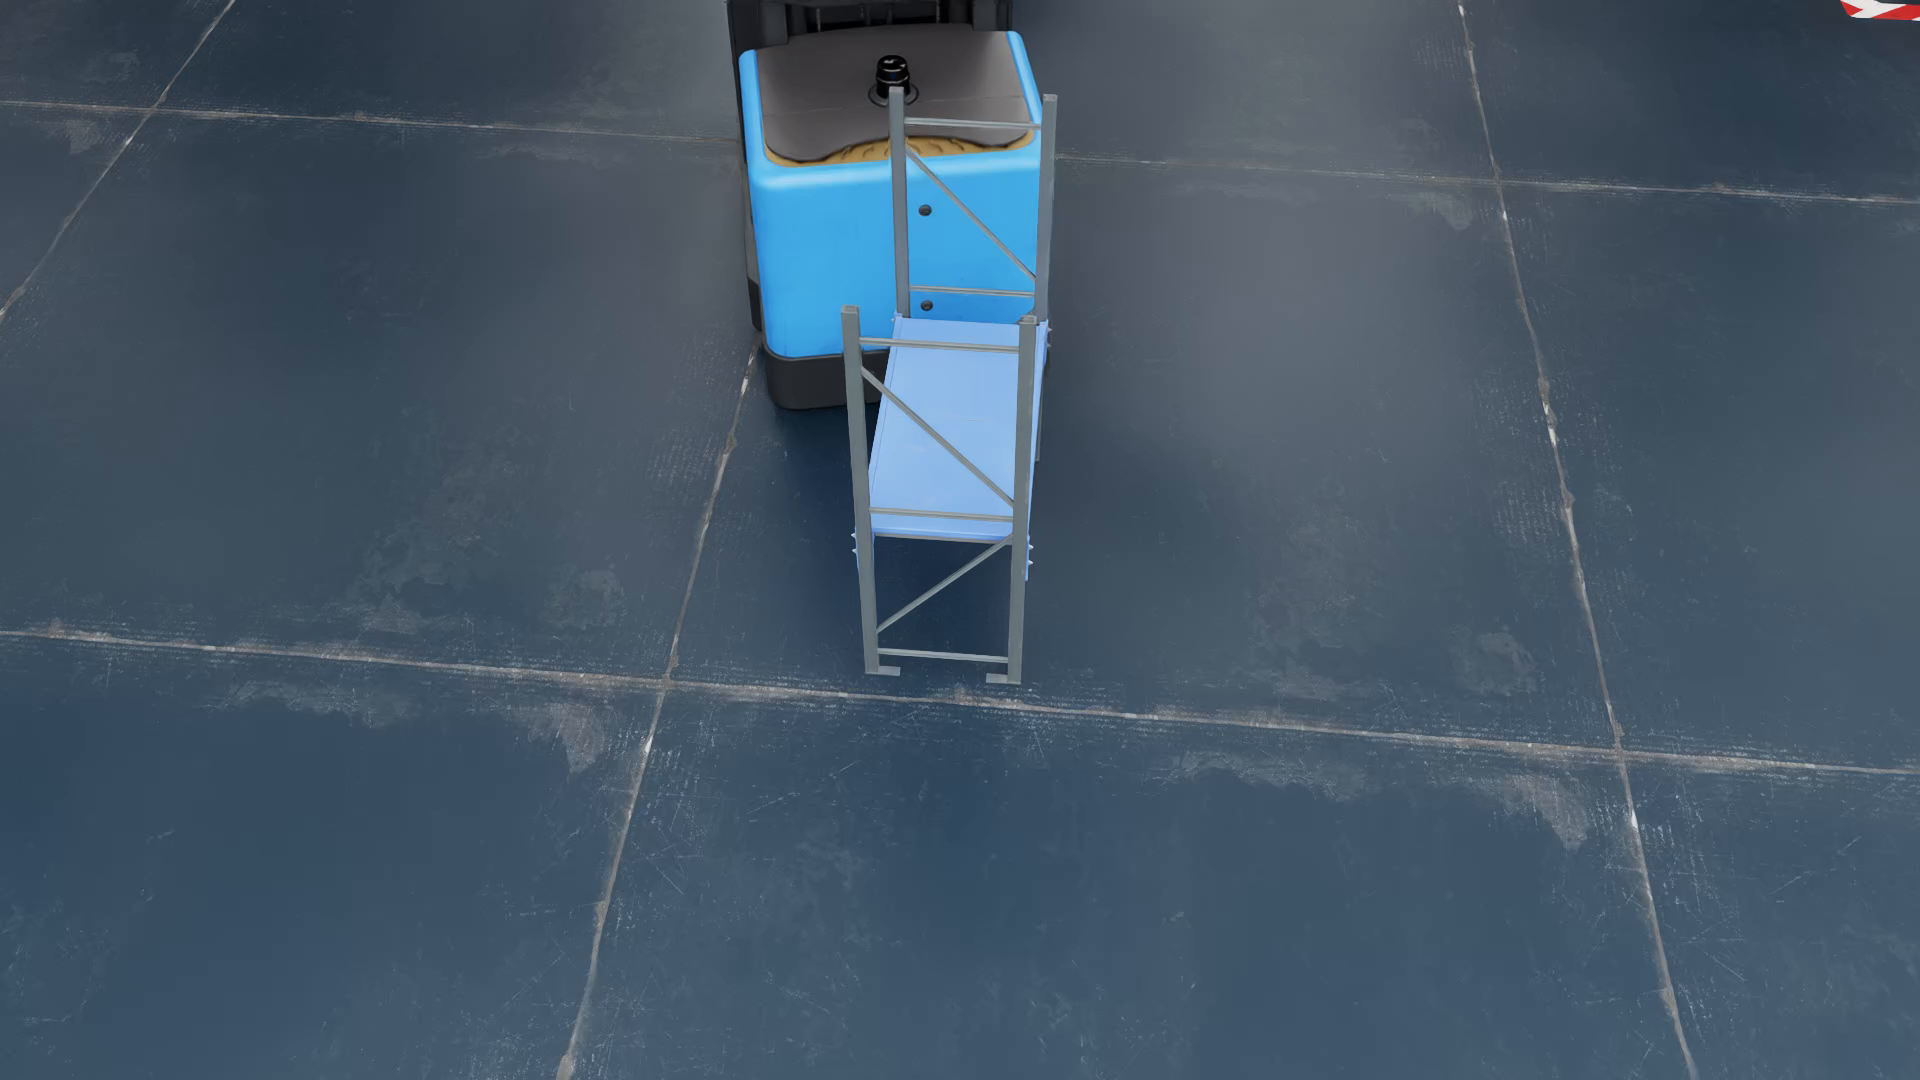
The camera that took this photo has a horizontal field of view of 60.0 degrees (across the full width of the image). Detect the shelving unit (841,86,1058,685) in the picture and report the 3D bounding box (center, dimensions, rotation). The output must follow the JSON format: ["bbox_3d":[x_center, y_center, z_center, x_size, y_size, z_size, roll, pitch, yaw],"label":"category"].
[{"bbox_3d":[-0.008,-0.443,5.139,0.538,1.500,1.048,4,48,4],"label":"shelving unit"}]

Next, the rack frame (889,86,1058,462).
[{"bbox_3d":[0.039,-0.817,5.481,0.500,1.500,0.032,4,48,4],"label":"rack frame"}]

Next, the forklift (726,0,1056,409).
[{"bbox_3d":[-0.376,-2.568,6.113,1.130,2.935,3.031,-6,48,-5],"label":"forklift"}]

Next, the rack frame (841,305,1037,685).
[{"bbox_3d":[-0.054,-0.070,4.798,0.500,1.500,0.032,4,48,4],"label":"rack frame"}]

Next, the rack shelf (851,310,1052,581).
[{"bbox_3d":[-0.008,-0.322,5.272,0.538,0.185,1.000,4,48,4],"label":"rack shelf"}]
